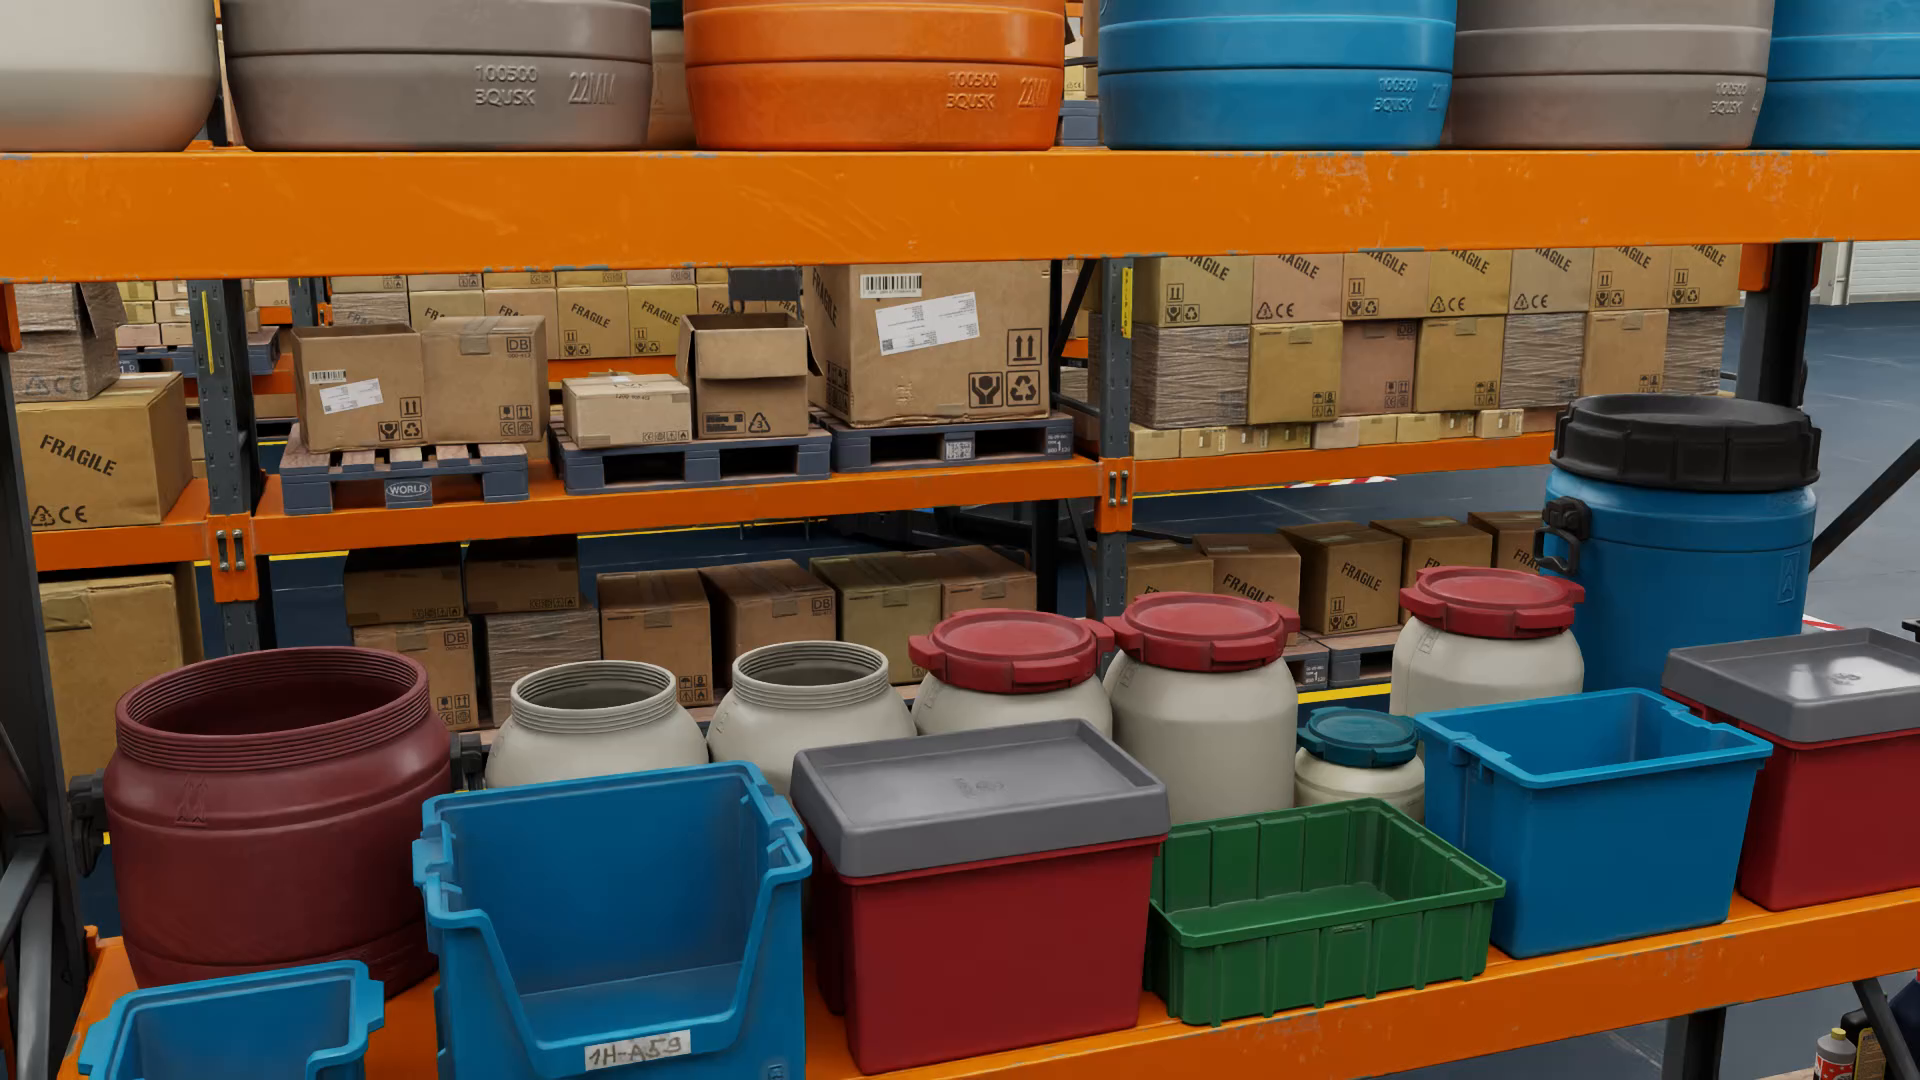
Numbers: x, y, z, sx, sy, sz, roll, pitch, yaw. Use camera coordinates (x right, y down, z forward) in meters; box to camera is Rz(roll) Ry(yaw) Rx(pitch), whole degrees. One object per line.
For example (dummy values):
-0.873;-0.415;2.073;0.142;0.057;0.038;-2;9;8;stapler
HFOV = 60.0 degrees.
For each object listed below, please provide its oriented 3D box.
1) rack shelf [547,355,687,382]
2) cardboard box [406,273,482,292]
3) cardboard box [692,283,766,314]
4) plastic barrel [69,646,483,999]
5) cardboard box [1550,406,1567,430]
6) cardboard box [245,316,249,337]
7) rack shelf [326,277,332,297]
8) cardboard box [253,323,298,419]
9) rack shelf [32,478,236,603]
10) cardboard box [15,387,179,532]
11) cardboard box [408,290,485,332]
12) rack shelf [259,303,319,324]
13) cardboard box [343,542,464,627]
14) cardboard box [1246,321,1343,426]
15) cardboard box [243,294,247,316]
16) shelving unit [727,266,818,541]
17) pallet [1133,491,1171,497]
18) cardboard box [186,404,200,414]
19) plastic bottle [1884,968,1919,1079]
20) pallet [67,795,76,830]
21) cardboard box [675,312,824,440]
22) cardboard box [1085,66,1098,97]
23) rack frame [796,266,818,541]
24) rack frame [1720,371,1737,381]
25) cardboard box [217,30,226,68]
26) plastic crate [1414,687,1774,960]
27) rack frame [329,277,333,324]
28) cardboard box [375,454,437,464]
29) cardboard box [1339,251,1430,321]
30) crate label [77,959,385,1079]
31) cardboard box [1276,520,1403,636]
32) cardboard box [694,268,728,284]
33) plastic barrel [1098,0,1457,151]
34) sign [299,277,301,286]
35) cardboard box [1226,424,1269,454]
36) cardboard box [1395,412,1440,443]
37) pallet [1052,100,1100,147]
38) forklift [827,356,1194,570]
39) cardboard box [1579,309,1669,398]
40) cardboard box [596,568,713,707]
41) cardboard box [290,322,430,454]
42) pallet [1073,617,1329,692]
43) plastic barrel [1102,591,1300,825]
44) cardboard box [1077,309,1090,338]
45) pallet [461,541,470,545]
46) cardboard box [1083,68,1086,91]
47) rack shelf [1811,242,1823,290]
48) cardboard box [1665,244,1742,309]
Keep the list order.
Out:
-2.772;-1.278;12.590;4.000;0.370;1.077;-4;14;-18;rack shelf
-3.760;-2.084;12.047;0.500;0.500;0.700;-5;14;-19;cardboard box
-1.765;-1.690;12.551;0.500;0.500;0.500;-5;14;-19;cardboard box
-1.258;0.534;3.122;0.708;0.536;0.600;-4;14;-18;plastic barrel
3.247;-0.715;9.209;0.250;0.149;0.380;-4;14;-18;cardboard box
-4.988;-1.426;11.290;0.250;0.149;0.380;-4;14;-17;cardboard box
-9.824;-3.150;20.457;4.000;0.370;1.077;-4;14;-18;rack shelf
-7.023;-1.697;16.479;0.875;0.875;0.875;-5;14;-19;cardboard box
-5.077;0.112;6.744;4.000;0.370;1.077;-4;14;-18;rack shelf
-3.570;-0.343;6.888;0.500;0.500;0.500;-4;14;-16;cardboard box
-3.675;-1.542;11.925;0.500;0.500;0.500;-5;14;-19;cardboard box
-8.238;-2.061;15.882;4.000;0.370;1.077;-4;14;-18;rack shelf
-2.556;0.196;7.669;0.500;0.250;0.500;-4;14;-16;cardboard box
1.541;-0.923;8.682;0.500;0.500;0.875;-4;14;-18;cardboard box
-4.990;-1.571;11.259;0.250;0.149;0.380;-4;14;-17;cardboard box
-1.347;-1.063;12.035;0.503;2.100;0.431;1;15;6;shelving unit
1.028;-0.549;13.996;1.213;0.211;1.003;-4;14;-18;pallet
-5.398;-0.836;12.049;0.500;0.250;0.500;-5;14;-21;cardboard box
2.708;1.369;4.677;0.185;0.351;0.144;-5;14;-20;plastic bottle
-3.953;1.013;7.429;1.213;0.211;1.003;-4;14;-18;pallet
-1.004;-0.787;7.839;0.637;0.503;0.797;-3;14;-12;cardboard box
0.826;-2.348;8.514;0.250;0.149;0.380;-4;14;-16;cardboard box
-1.104;-1.060;12.011;0.015;2.100;0.400;1;15;6;rack frame
4.401;-0.976;9.764;0.127;3.000;1.000;-4;14;-18;rack frame
-4.968;-3.274;11.074;0.258;0.266;0.396;-4;14;-18;cardboard box
1.243;0.563;3.328;0.575;0.384;0.392;-4;14;-18;plastic crate
-7.929;-3.647;20.995;0.127;3.000;1.000;-4;14;-18;rack frame
-4.062;-0.616;12.204;0.750;0.750;1.050;-5;14;-19;cardboard box
2.065;-1.412;8.577;0.500;0.500;0.500;-4;14;-18;cardboard box
-1.083;0.833;2.519;0.416;0.233;0.303;-4;14;-18;crate label
2.105;0.203;9.300;0.500;0.500;0.500;-6;15;-23;cardboard box
-1.832;-2.235;12.679;0.500;0.500;0.700;-5;14;-19;cardboard box
0.537;-1.116;2.787;0.708;0.901;0.600;-4;14;-18;plastic barrel
-4.485;-1.887;11.264;0.005;0.325;0.100;-4;14;-18;sign
1.379;-0.549;8.510;0.250;0.149;0.380;-4;14;-18;cardboard box
2.327;-0.622;8.819;0.250;0.149;0.380;-4;14;-18;cardboard box
-0.009;-2.026;8.104;1.003;0.211;1.213;-4;14;-18;pallet
0.488;-1.336;11.426;3.031;2.935;1.130;10;17;37;forklift
3.435;-1.072;9.307;0.500;0.500;0.875;-4;14;-18;cardboard box
-1.496;0.476;8.112;0.500;0.500;0.700;-3;14;-13;cardboard box
-2.682;-0.687;7.426;0.500;0.500;0.500;-6;15;-25;cardboard box
1.235;0.619;9.086;1.213;0.211;1.003;-4;14;-18;pallet
0.517;0.416;3.618;0.433;0.535;0.433;0;13;0;plastic barrel
1.003;-2.000;13.743;0.500;0.550;0.875;-4;14;-18;cardboard box
-3.896;-0.166;12.384;1.213;0.211;1.003;-4;14;-18;pallet
1.112;-3.647;13.069;0.500;0.250;0.500;-4;14;-18;cardboard box
4.085;-0.851;4.312;4.000;0.370;1.077;-4;14;-18;rack shelf
3.958;-1.561;9.204;0.500;0.500;0.500;-4;14;-18;cardboard box
